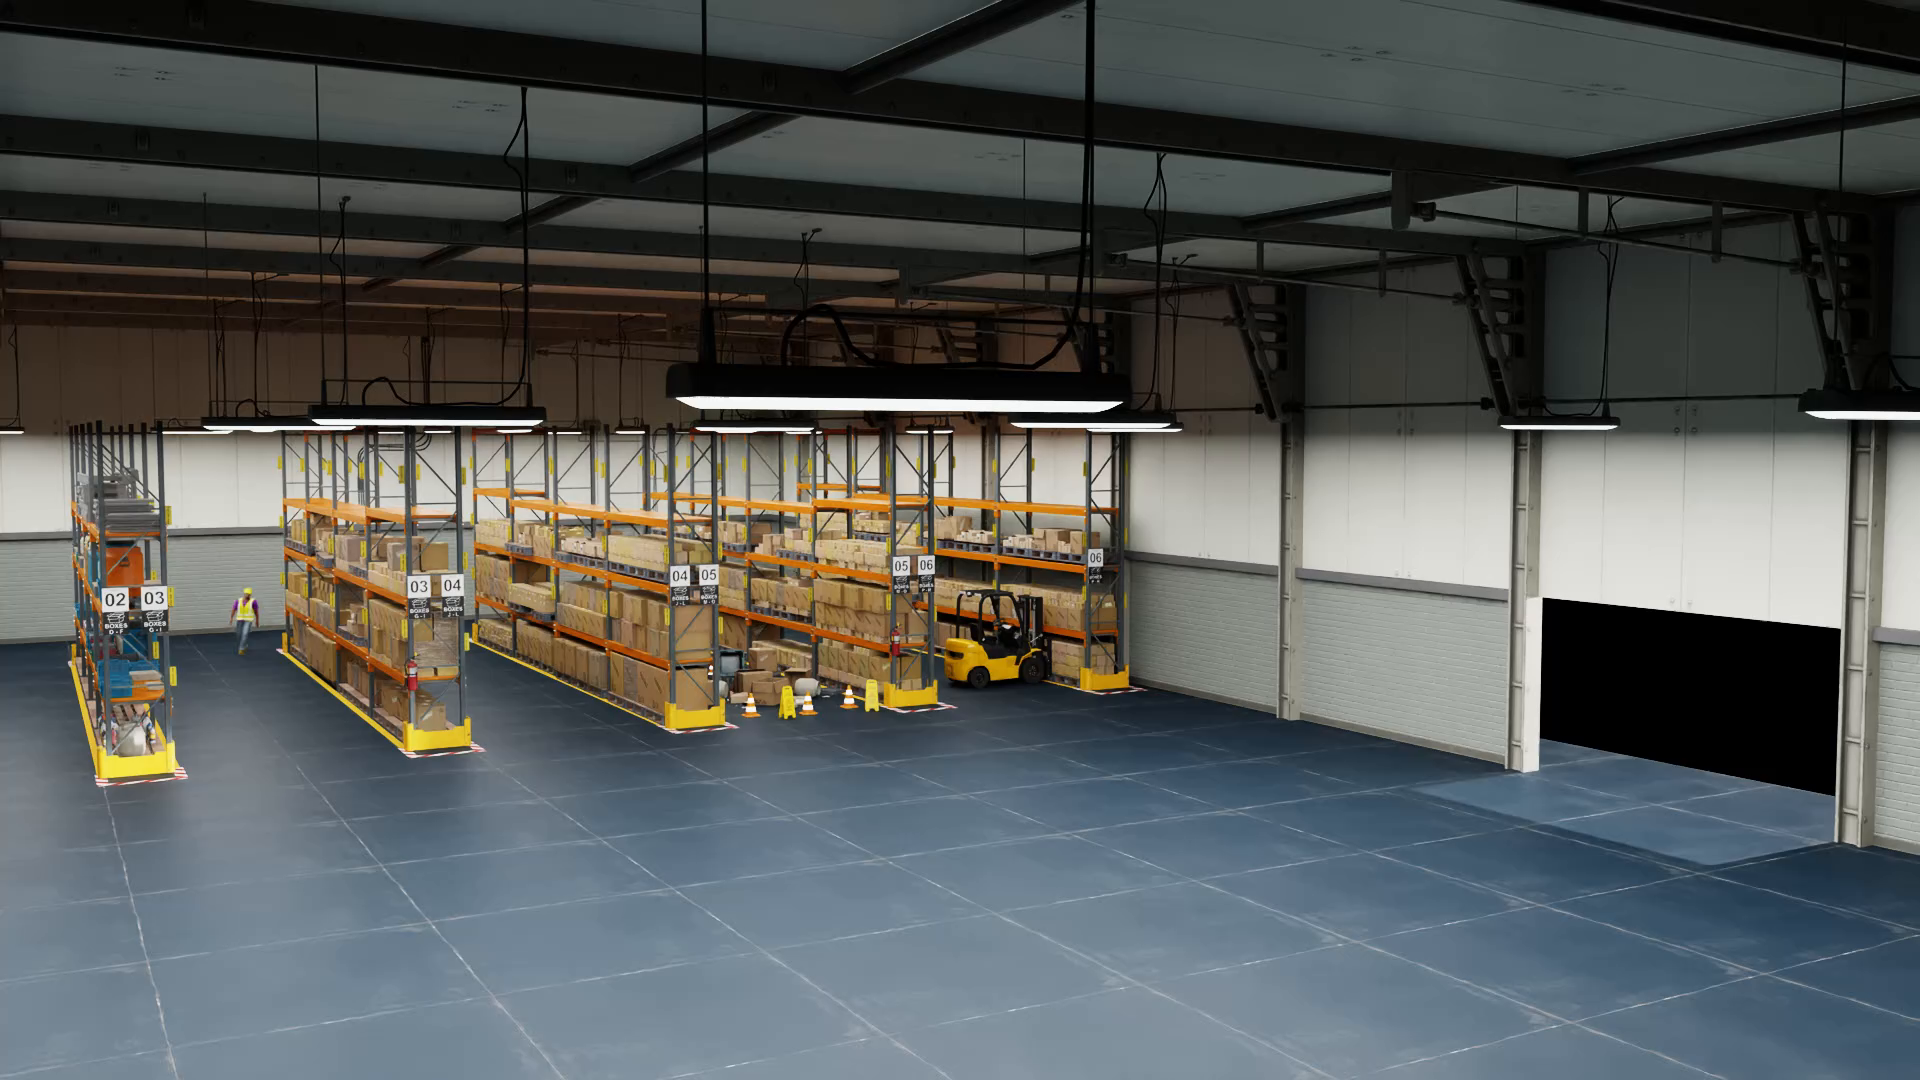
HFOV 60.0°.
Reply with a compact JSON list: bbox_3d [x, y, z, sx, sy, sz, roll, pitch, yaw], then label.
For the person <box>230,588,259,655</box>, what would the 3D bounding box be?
[{"bbox_3d":[-18.952,2.140,44.016,0.681,1.730,0.865,-1,4,-14],"label":"person"}]
